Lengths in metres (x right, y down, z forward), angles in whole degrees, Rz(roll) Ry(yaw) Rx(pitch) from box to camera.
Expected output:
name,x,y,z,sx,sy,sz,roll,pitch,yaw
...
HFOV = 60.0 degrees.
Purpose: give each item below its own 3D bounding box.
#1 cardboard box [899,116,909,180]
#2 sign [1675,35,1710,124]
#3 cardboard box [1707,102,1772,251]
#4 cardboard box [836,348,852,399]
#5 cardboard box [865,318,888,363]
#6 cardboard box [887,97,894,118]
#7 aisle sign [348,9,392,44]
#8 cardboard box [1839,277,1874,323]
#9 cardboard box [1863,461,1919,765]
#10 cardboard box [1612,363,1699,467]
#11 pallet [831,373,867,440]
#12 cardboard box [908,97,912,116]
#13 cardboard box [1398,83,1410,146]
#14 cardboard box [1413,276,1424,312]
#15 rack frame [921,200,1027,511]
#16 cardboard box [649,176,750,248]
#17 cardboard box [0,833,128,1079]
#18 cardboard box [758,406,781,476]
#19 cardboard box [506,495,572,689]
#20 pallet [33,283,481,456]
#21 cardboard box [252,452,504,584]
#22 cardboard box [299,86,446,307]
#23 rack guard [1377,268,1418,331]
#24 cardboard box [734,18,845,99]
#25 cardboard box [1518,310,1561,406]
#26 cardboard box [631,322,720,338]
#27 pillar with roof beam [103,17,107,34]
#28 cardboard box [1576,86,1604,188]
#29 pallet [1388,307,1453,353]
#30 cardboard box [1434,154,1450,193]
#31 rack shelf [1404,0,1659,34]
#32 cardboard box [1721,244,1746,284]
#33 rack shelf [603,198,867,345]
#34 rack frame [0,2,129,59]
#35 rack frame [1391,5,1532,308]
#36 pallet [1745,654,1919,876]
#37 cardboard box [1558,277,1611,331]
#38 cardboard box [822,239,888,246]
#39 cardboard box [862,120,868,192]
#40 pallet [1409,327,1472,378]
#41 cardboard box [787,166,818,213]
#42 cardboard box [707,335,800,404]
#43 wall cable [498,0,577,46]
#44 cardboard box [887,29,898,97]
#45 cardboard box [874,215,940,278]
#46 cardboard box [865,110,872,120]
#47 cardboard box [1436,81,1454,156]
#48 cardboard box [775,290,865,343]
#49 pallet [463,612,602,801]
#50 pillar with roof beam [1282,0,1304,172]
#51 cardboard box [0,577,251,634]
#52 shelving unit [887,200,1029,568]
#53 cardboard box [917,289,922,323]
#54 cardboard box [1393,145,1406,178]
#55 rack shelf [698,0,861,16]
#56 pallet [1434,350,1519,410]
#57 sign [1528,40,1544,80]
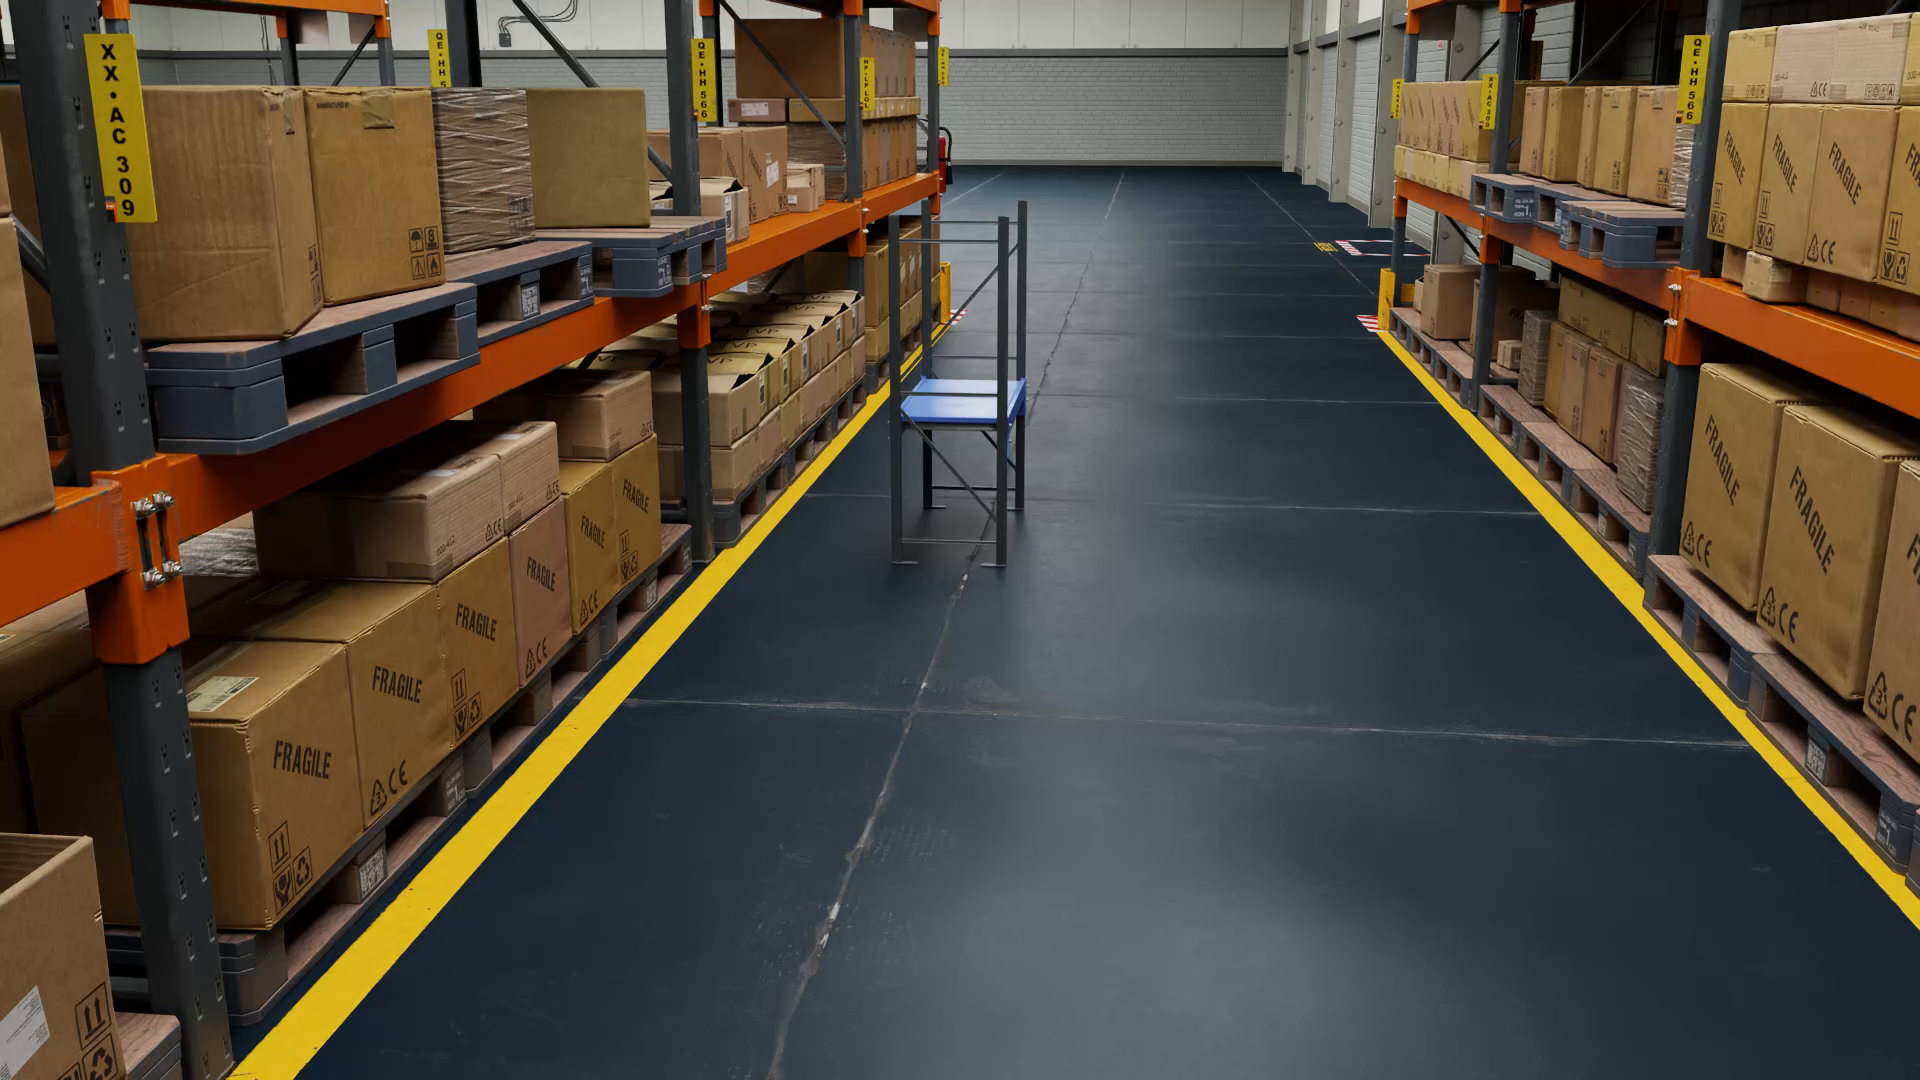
name,x,y,z,sx,sy,sz,roll,pitch,yaw
cardboard box,-0.804,-3.231,13.673,0.700,0.500,0.500,2,15,8
sign,2.796,-1.754,6.336,0.100,0.325,0.005,2,15,6
cardboard box,3.027,-1.303,5.935,0.500,0.500,0.500,2,15,8
cardboard box,-0.953,-1.030,10.190,0.500,0.250,0.500,1,15,5
cardboard box,-0.782,-1.389,11.516,0.500,0.250,0.500,2,15,6
cardboard box,-0.710,-3.294,12.664,0.380,0.149,0.250,1,15,5
aisle sign,-5.302,-4.851,14.877,0.394,0.787,0.004,2,15,6
cardboard box,2.991,-0.762,5.176,0.380,0.149,0.250,2,15,7
cardboard box,2.926,0.249,4.307,0.750,0.750,0.750,2,15,8
cardboard box,3.539,-0.544,7.874,0.700,0.500,0.500,2,15,6
pallet,-1.180,-0.864,10.453,1.003,0.211,1.213,2,15,6
cardboard box,-0.594,-3.562,13.655,0.380,0.149,0.250,1,15,5
cardboard box,3.886,-3.479,13.594,0.500,0.500,0.500,2,15,6
cardboard box,4.071,-2.032,13.740,0.500,0.311,0.500,0,15,0
rack frame,0.067,-0.878,8.036,0.500,1.500,0.032,2,15,6
cardboard box,-1.293,-1.548,7.812,0.500,0.311,0.500,2,15,6
cardboard box,-1.820,0.823,2.818,0.500,0.500,0.500,2,15,6
cardboard box,-1.180,-0.498,8.220,0.500,0.250,0.500,1,15,5
cardboard box,-1.571,0.149,5.309,0.500,0.500,0.500,1,15,4
pallet,-1.839,-0.439,3.906,1.003,0.211,1.213,2,15,6
cardboard box,-1.628,-0.073,4.694,0.500,0.250,0.500,2,15,6
cardboard box,-1.748,-0.875,4.155,0.700,0.500,0.500,4,16,15
rack guard,4.230,-2.068,14.354,1.175,0.500,0.348,2,15,6
cardboard box,-1.091,-3.192,11.044,0.700,0.500,0.500,2,15,7
cardboard box,3.721,-1.072,9.825,0.700,0.500,0.500,2,15,8
cardboard box,-1.602,-1.050,9.187,0.500,0.311,0.500,2,15,8
pillar with roof beam,-18.617,-14.566,44.289,9.100,9.000,0.400,2,15,6
cardboard box,3.583,-2.071,8.539,0.700,0.500,0.500,4,16,14
pallet,4.103,-1.719,13.616,1.003,0.211,1.213,2,15,6
cardboard box,3.645,-2.586,11.729,0.500,0.250,0.500,2,15,6
rack shelf,4.013,-3.877,11.884,1.077,0.370,4.000,2,15,6
cardboard box,3.069,-1.030,6.167,0.380,0.149,0.250,1,15,5
rack shelf,-1.361,-1.536,8.975,1.077,0.370,4.000,2,15,6
rack frame,-6.056,-2.549,11.343,1.000,3.000,0.127,2,15,6
rack frame,4.239,-3.295,14.100,1.000,3.000,0.127,2,15,6
pallet,3.032,0.644,4.876,1.003,0.211,1.213,2,15,6
cardboard box,3.674,-1.319,9.304,0.500,0.250,0.500,1,15,5
cardboard box,-0.723,-1.881,11.897,0.500,0.500,0.500,2,15,6
cardboard box,-1.038,-2.703,11.720,0.700,0.500,0.500,2,15,6
pallet,3.963,-1.404,12.449,1.003,0.211,1.213,2,15,6
cardboard box,-1.052,-2.104,9.954,0.396,0.266,0.258,1,15,5
cardboard box,-1.125,-0.907,8.658,0.500,0.311,0.500,1,15,5
wall cable,-11.817,-16.775,45.946,2.305,6.003,0.169,2,15,6
cardboard box,-0.865,-3.713,12.968,0.700,0.500,0.500,2,15,6
cardboard box,-0.449,-2.529,14.296,0.500,0.500,0.500,2,15,6
cardboard box,-0.829,-3.028,11.679,0.380,0.149,0.250,2,15,6
cardboard box,3.652,-2.948,11.631,0.500,0.500,0.500,1,15,5
cardboard box,-0.896,-1.435,10.611,0.500,0.311,0.500,2,15,6
pallet,-1.848,0.489,5.448,1.003,0.211,1.213,2,15,6
pillar with roof beam,4.127,-13.891,41.796,9.100,9.000,0.400,2,15,6
cardboard box,-2.203,0.402,4.373,0.500,0.500,0.500,2,15,6
shelving unit,0.010,-0.746,7.548,0.538,1.500,1.048,2,15,6
cardboard box,-0.550,-1.908,13.433,0.500,0.250,0.500,2,15,6
cardboard box,3.868,-3.115,13.684,0.500,0.250,0.500,1,15,5
rack shelf,-1.361,-2.984,8.584,1.077,0.370,4.000,2,15,6
pallet,3.828,-1.087,11.276,1.003,0.211,1.213,2,15,6
sign,4.788,-3.985,13.828,0.100,0.325,0.005,2,15,6
